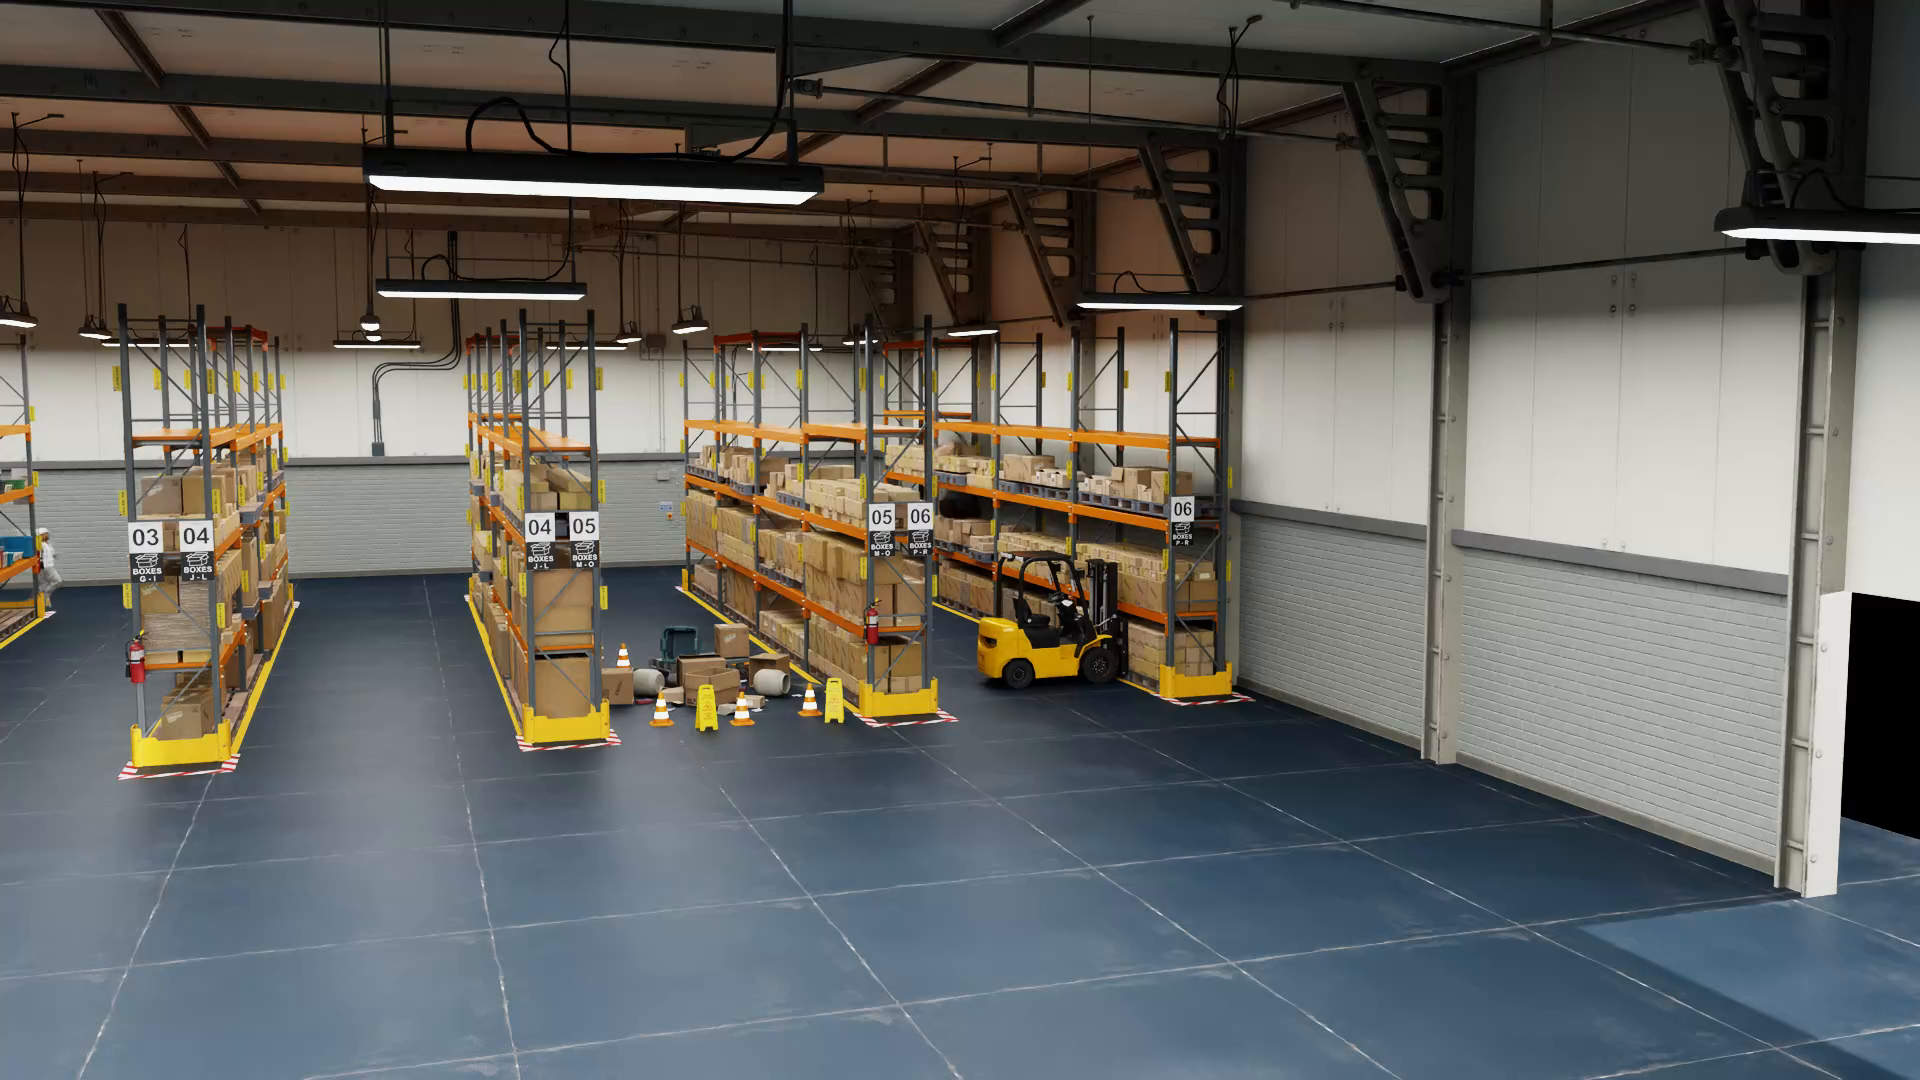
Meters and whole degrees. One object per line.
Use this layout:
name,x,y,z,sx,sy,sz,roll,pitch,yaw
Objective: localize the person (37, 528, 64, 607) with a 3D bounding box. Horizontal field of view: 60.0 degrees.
person,-20.299,0.609,36.986,0.692,1.776,0.658,-2,6,-19
